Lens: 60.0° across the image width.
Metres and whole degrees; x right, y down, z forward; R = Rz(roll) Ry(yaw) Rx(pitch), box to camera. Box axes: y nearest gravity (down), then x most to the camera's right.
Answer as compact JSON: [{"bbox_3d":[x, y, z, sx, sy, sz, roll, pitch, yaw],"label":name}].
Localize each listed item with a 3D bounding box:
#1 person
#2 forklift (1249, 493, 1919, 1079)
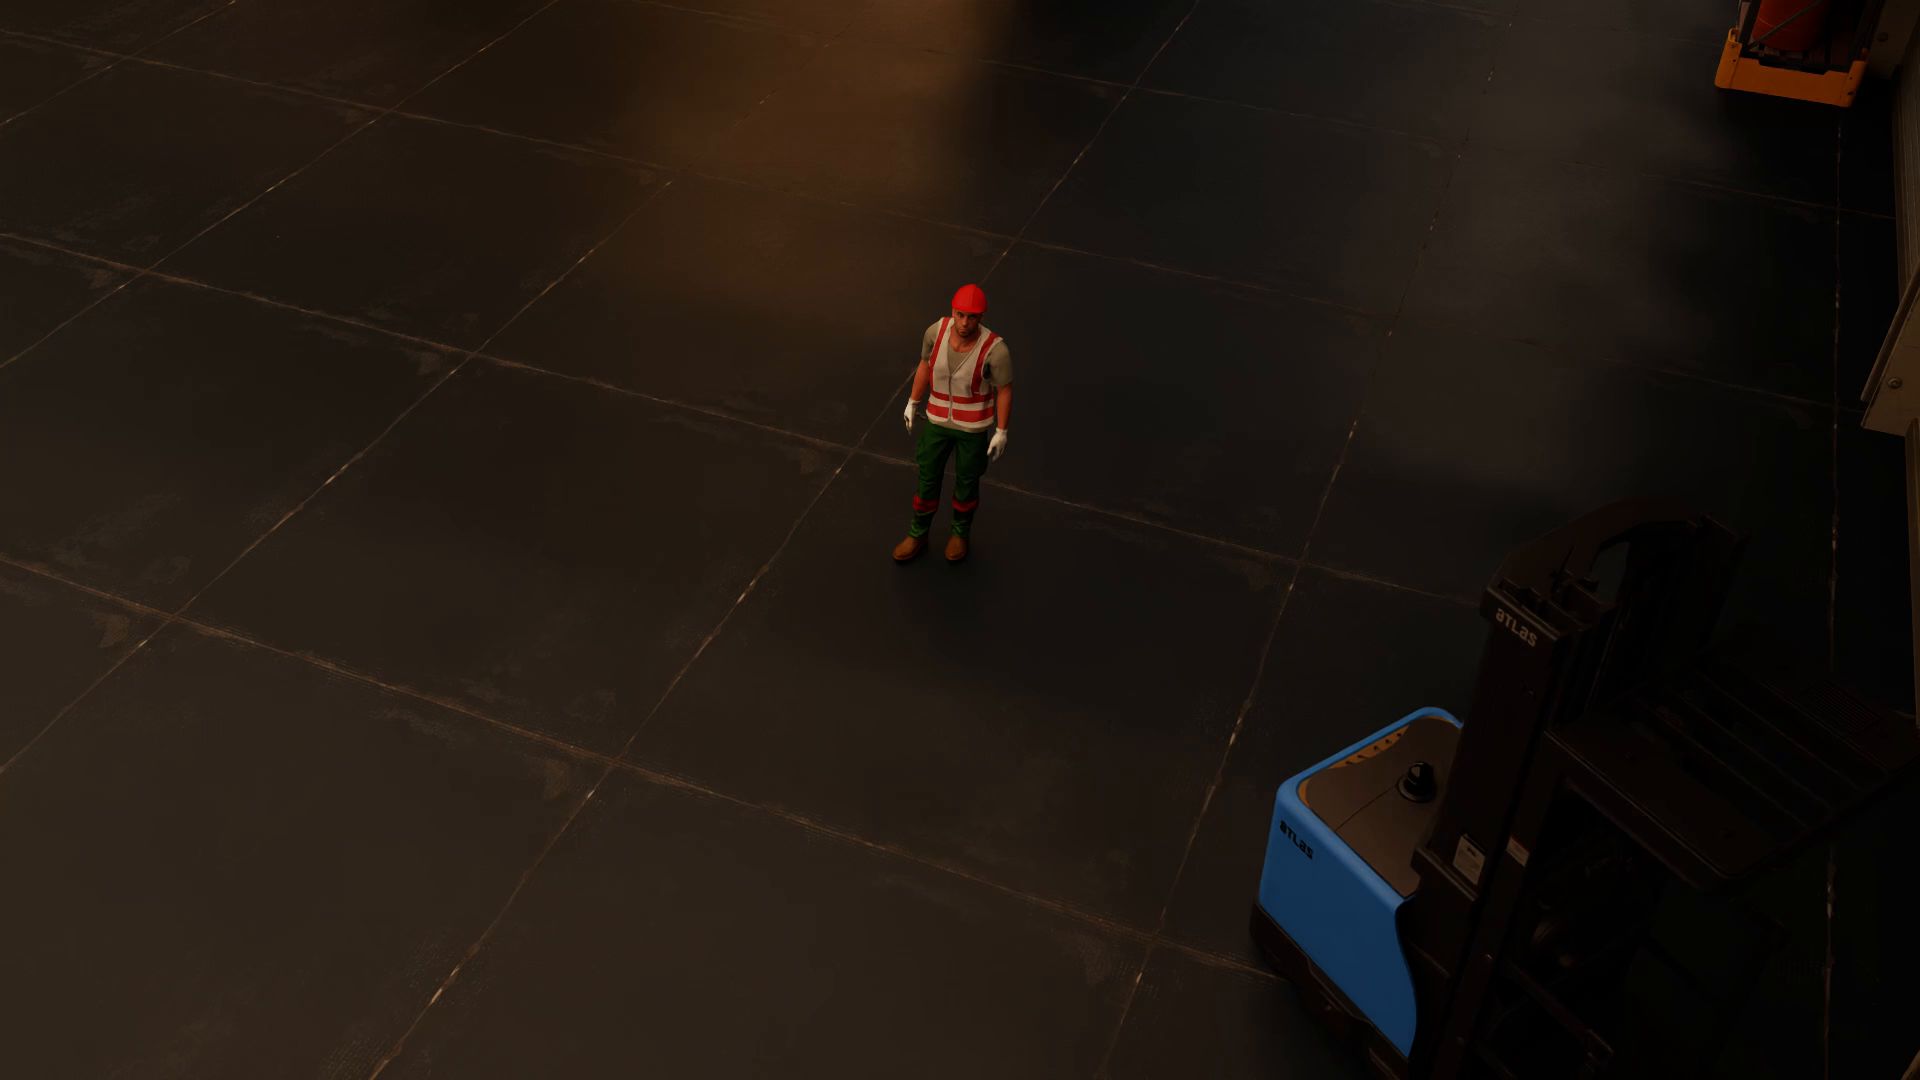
[{"bbox_3d":[-0.042,-0.647,9.658,0.637,1.787,0.564,15,42,17],"label":"person"},{"bbox_3d":[2.598,1.413,6.318,1.130,2.935,3.031,-22,45,-24],"label":"forklift"}]
